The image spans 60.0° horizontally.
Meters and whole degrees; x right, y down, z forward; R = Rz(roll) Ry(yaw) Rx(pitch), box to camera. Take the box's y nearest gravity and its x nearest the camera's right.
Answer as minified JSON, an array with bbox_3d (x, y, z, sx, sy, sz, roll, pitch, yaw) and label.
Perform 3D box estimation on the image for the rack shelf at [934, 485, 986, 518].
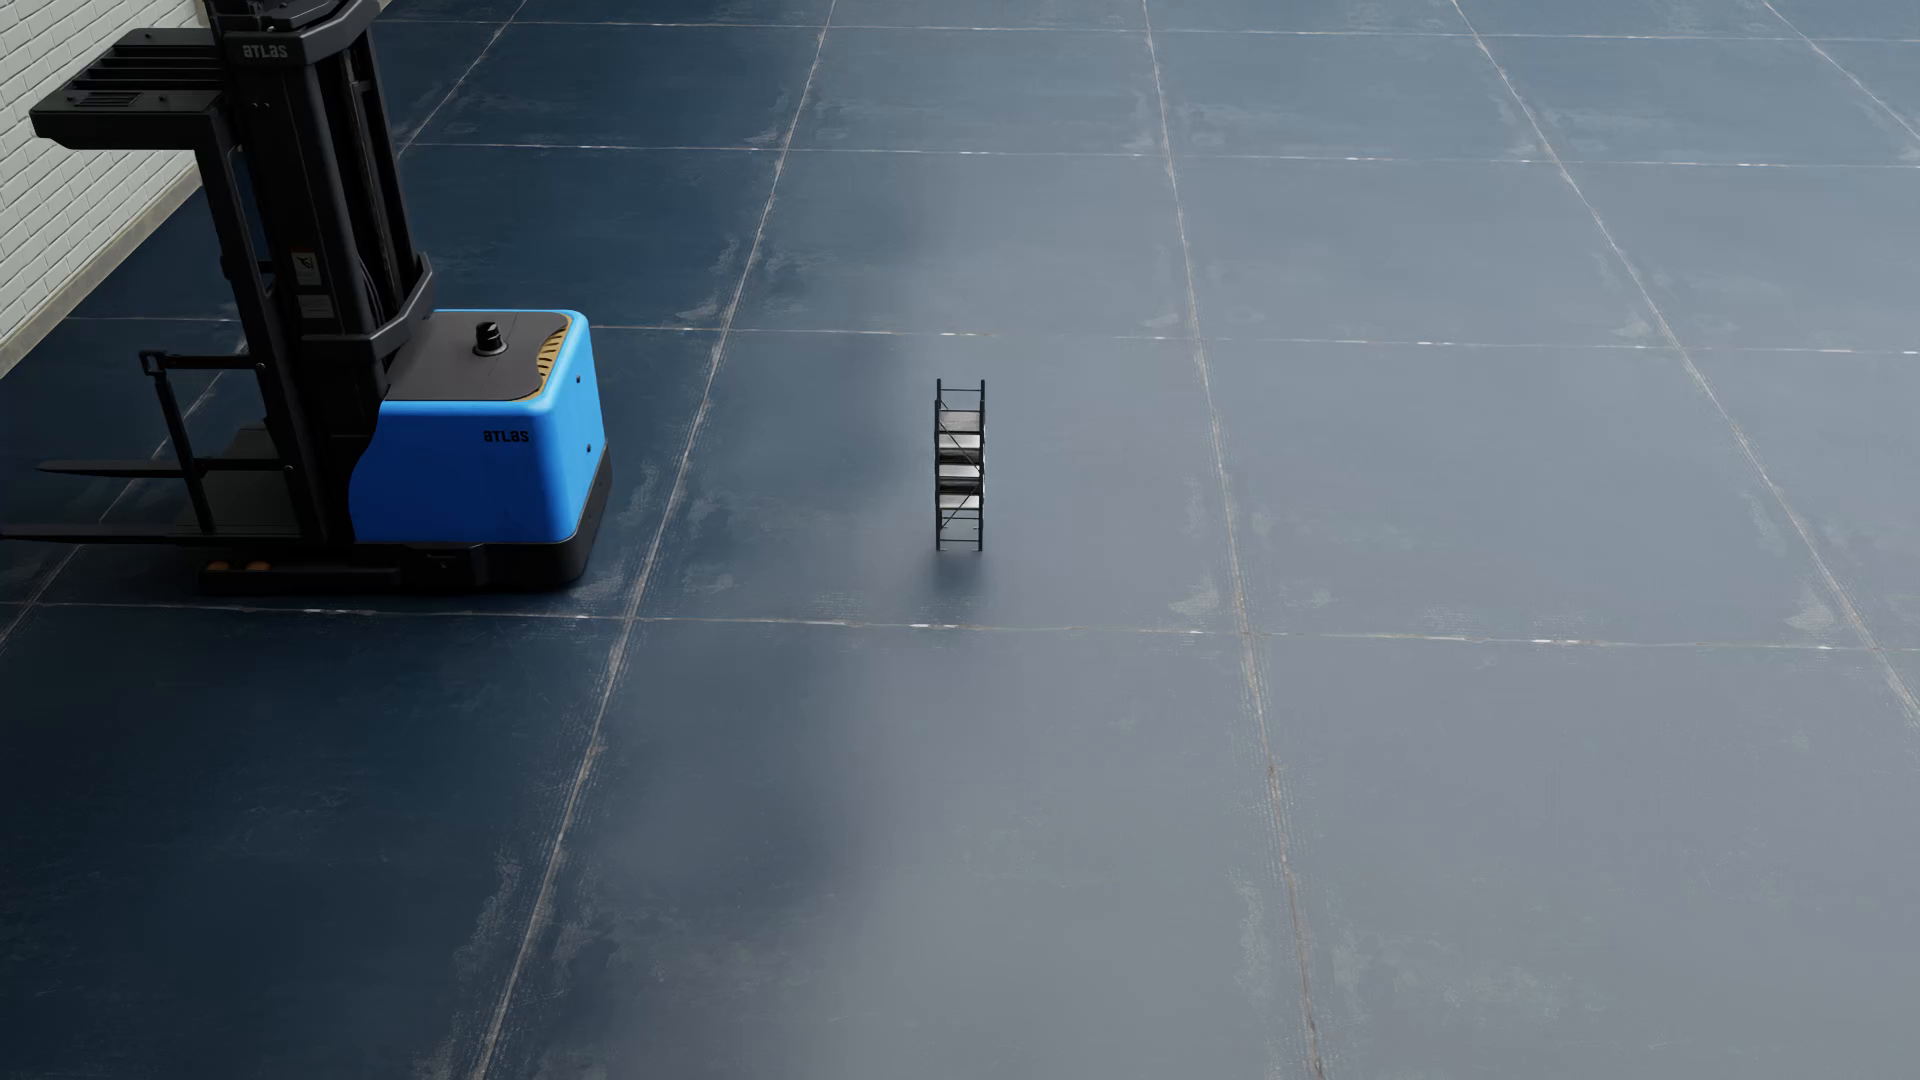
[{"bbox_3d":[0.000,-0.198,8.566,0.258,0.077,0.200,1,35,2],"label":"rack shelf"}]

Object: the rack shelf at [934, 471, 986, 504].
[{"bbox_3d":[0.000,-0.272,8.515,0.258,0.077,0.200,1,35,2],"label":"rack shelf"}]

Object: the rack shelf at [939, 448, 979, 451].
[{"bbox_3d":[0.000,-0.505,8.351,0.199,0.015,0.184,1,35,2],"label":"rack shelf"}]

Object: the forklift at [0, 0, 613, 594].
[{"bbox_3d":[-3.405,-1.207,7.919,3.031,2.867,1.129,0,35,0],"label":"forklift"}]

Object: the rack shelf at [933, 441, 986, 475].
[{"bbox_3d":[0.000,-0.419,8.411,0.258,0.077,0.200,1,35,2],"label":"rack shelf"}]

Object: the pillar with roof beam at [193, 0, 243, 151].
[{"bbox_3d":[-1.244,-6.743,10.464,9.100,9.000,0.400,1,35,2],"label":"pillar with roof beam"}]

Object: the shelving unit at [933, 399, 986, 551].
[{"bbox_3d":[0.000,-0.371,8.442,0.258,0.900,0.205,1,35,2],"label":"shelving unit"}]

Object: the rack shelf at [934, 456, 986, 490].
[{"bbox_3d":[0.000,-0.346,8.463,0.258,0.077,0.200,1,35,2],"label":"rack shelf"}]

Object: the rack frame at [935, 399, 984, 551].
[{"bbox_3d":[-0.004,-0.314,8.360,0.240,0.900,0.006,1,35,2],"label":"rack frame"}]

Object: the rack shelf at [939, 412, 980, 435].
[{"bbox_3d":[0.000,-0.583,8.296,0.221,0.026,0.190,1,35,2],"label":"rack shelf"}]
